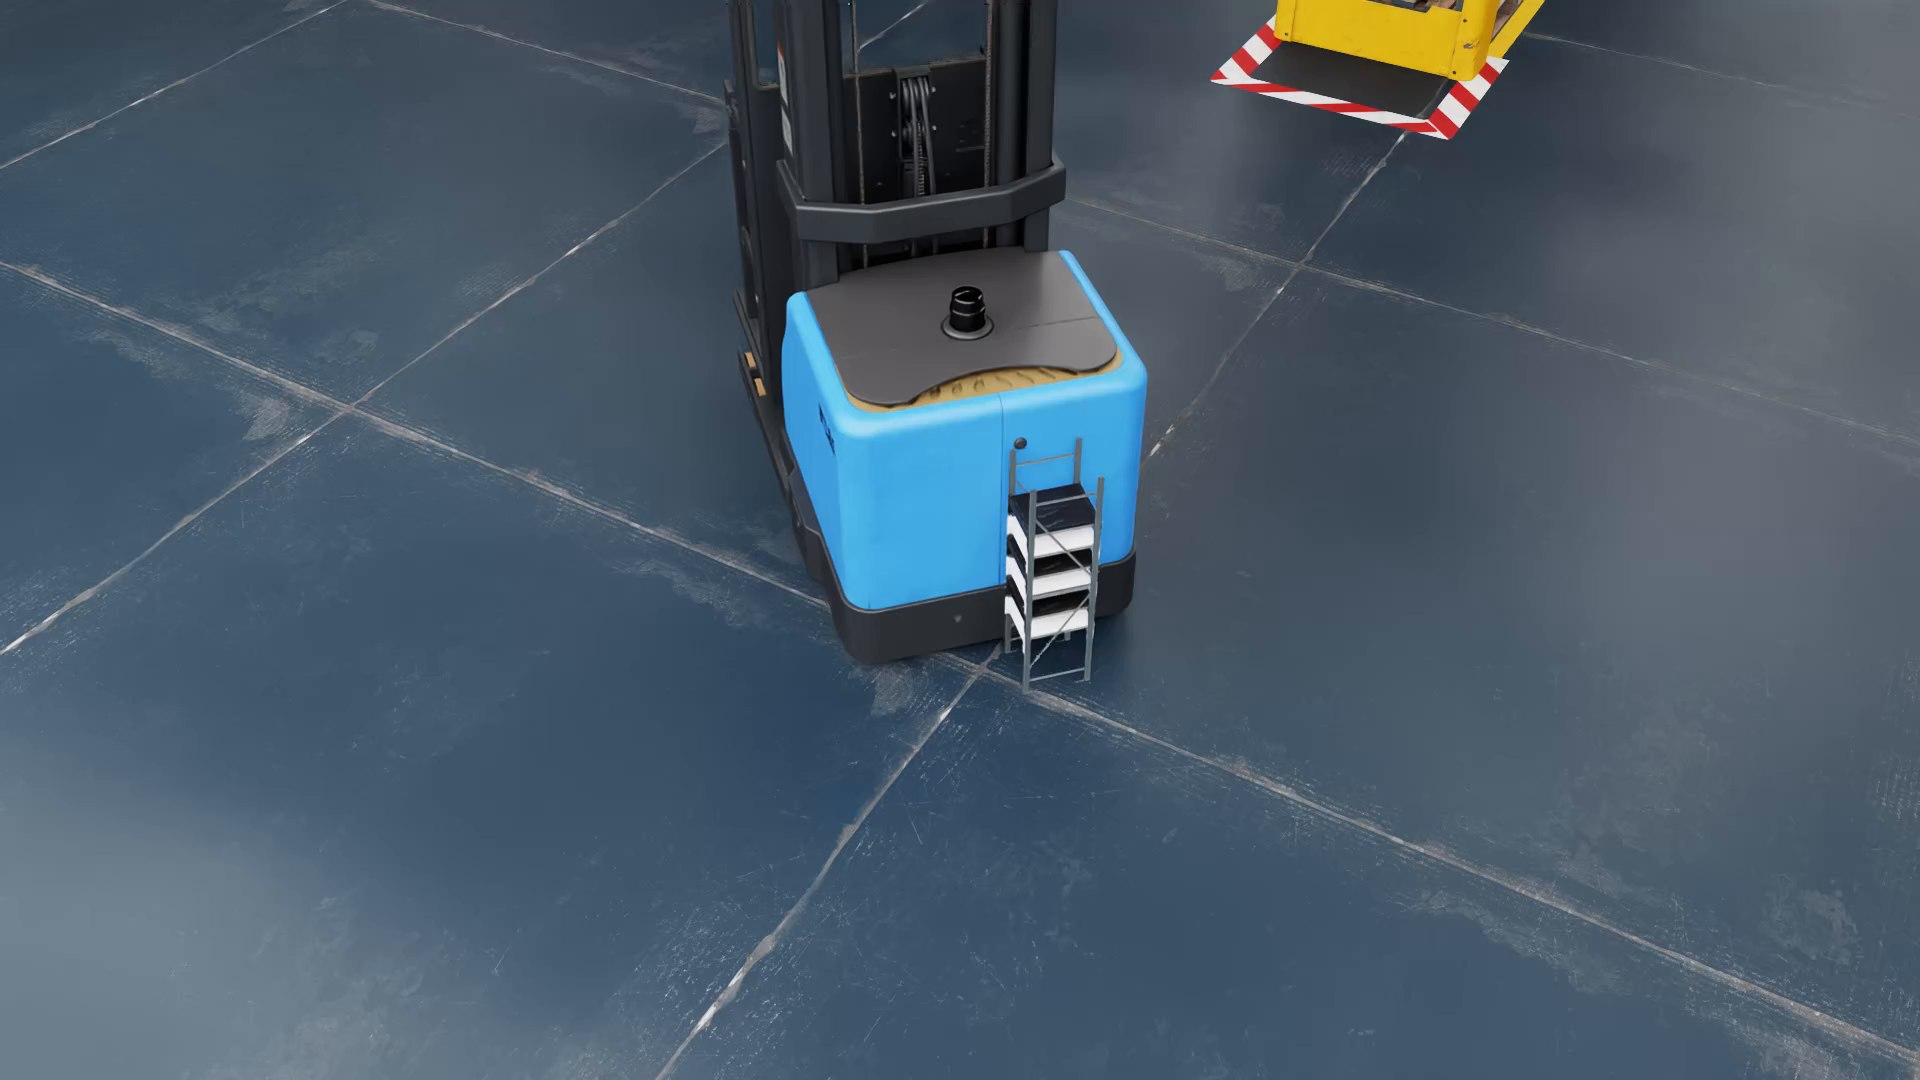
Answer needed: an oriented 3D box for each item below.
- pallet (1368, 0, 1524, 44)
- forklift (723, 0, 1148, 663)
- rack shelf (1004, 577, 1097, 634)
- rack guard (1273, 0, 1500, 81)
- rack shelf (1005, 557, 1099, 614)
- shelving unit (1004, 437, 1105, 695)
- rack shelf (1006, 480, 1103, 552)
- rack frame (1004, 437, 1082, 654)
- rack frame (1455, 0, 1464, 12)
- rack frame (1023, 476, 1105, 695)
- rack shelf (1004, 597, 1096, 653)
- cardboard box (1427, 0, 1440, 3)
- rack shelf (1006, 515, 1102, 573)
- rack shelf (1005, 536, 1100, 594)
[{"bbox_3d":[2.803,-3.318,9.858,1.003,0.211,1.213,21,45,22],"label":"pallet"},{"bbox_3d":[-0.293,-1.667,5.925,1.130,2.935,3.031,-11,43,-12],"label":"forklift"},{"bbox_3d":[0.300,0.193,5.537,0.258,0.077,0.200,-11,43,-12],"label":"rack shelf"},{"bbox_3d":[2.366,-2.973,9.248,1.175,0.500,0.348,21,45,22],"label":"rack guard"},{"bbox_3d":[0.300,0.125,5.477,0.258,0.077,0.200,-11,43,-12],"label":"rack shelf"},{"bbox_3d":[0.300,0.100,5.455,0.258,0.900,0.210,-11,43,-12],"label":"shelving unit"},{"bbox_3d":[0.300,-0.077,5.299,0.258,0.077,0.200,-11,43,-12],"label":"rack shelf"},{"bbox_3d":[0.271,0.036,5.528,0.240,0.900,0.006,-11,43,-12],"label":"rack frame"},{"bbox_3d":[2.328,-3.868,8.372,1.000,3.000,0.127,21,45,22],"label":"rack frame"},{"bbox_3d":[0.329,0.165,5.382,0.240,0.900,0.006,-11,43,-12],"label":"rack frame"},{"bbox_3d":[0.300,0.260,5.596,0.258,0.077,0.200,-11,43,-12],"label":"rack shelf"},{"bbox_3d":[2.655,-3.439,9.459,0.500,0.500,0.500,30,49,29],"label":"cardboard box"},{"bbox_3d":[0.300,-0.010,5.358,0.258,0.077,0.200,-11,43,-12],"label":"rack shelf"},{"bbox_3d":[0.300,0.058,5.418,0.258,0.077,0.200,-11,43,-12],"label":"rack shelf"}]
